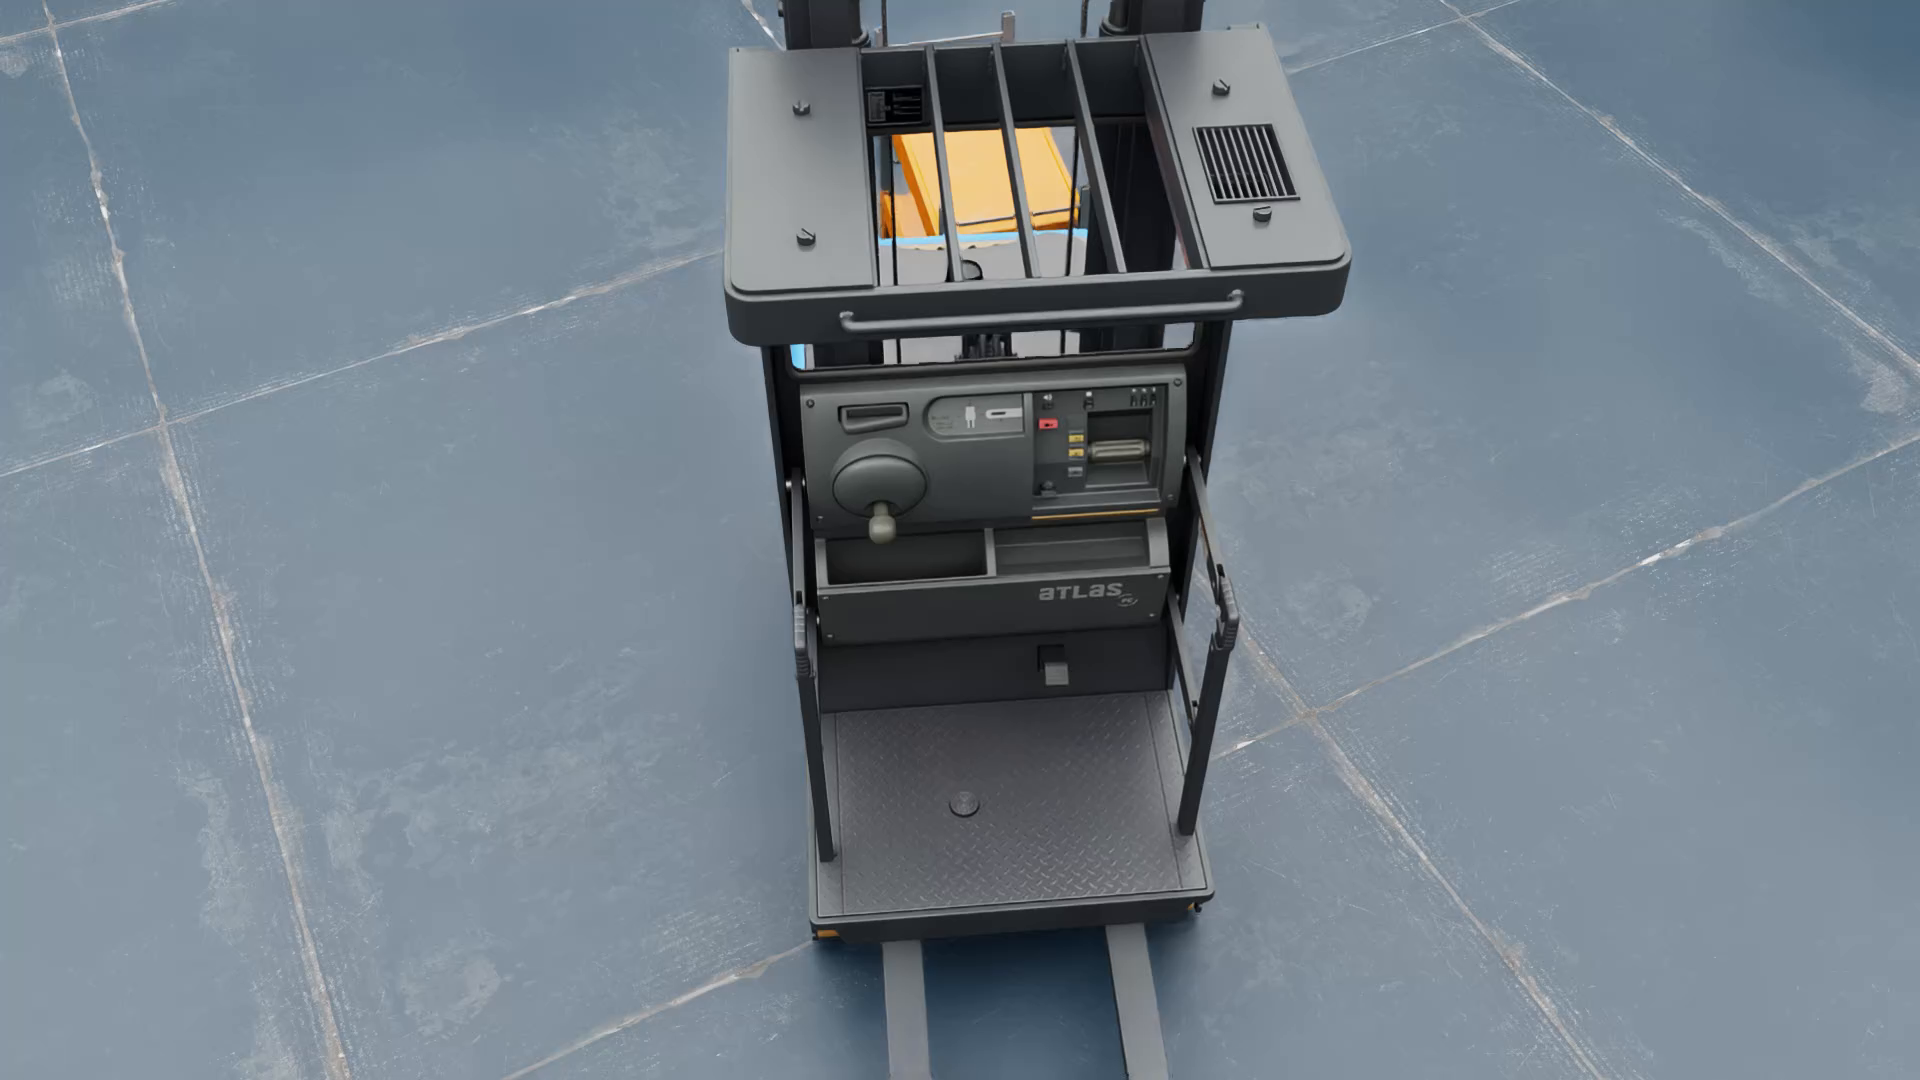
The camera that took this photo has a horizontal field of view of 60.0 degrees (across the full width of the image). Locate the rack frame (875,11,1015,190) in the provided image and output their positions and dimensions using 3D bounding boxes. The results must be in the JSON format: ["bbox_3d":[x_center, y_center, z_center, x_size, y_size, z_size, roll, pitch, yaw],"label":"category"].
[{"bbox_3d":[-0.052,-1.455,6.275,0.500,1.125,0.032,-10,50,-9],"label":"rack frame"}]

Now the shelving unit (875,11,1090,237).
[{"bbox_3d":[0.063,-1.082,5.949,0.538,1.125,1.048,-10,50,-9],"label":"shelving unit"}]

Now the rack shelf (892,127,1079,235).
[{"bbox_3d":[0.063,-1.275,5.729,0.538,0.278,1.000,-10,50,-9],"label":"rack shelf"}]

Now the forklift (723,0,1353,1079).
[{"bbox_3d":[0.105,-0.105,3.895,1.130,2.935,3.031,-4,49,-3],"label":"forklift"}]

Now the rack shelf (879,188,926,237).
[{"bbox_3d":[0.063,-0.921,6.133,0.538,0.278,1.000,-10,50,-9],"label":"rack shelf"}]

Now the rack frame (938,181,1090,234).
[{"bbox_3d":[0.178,-0.709,5.623,0.500,1.125,0.032,-10,50,-9],"label":"rack frame"}]
